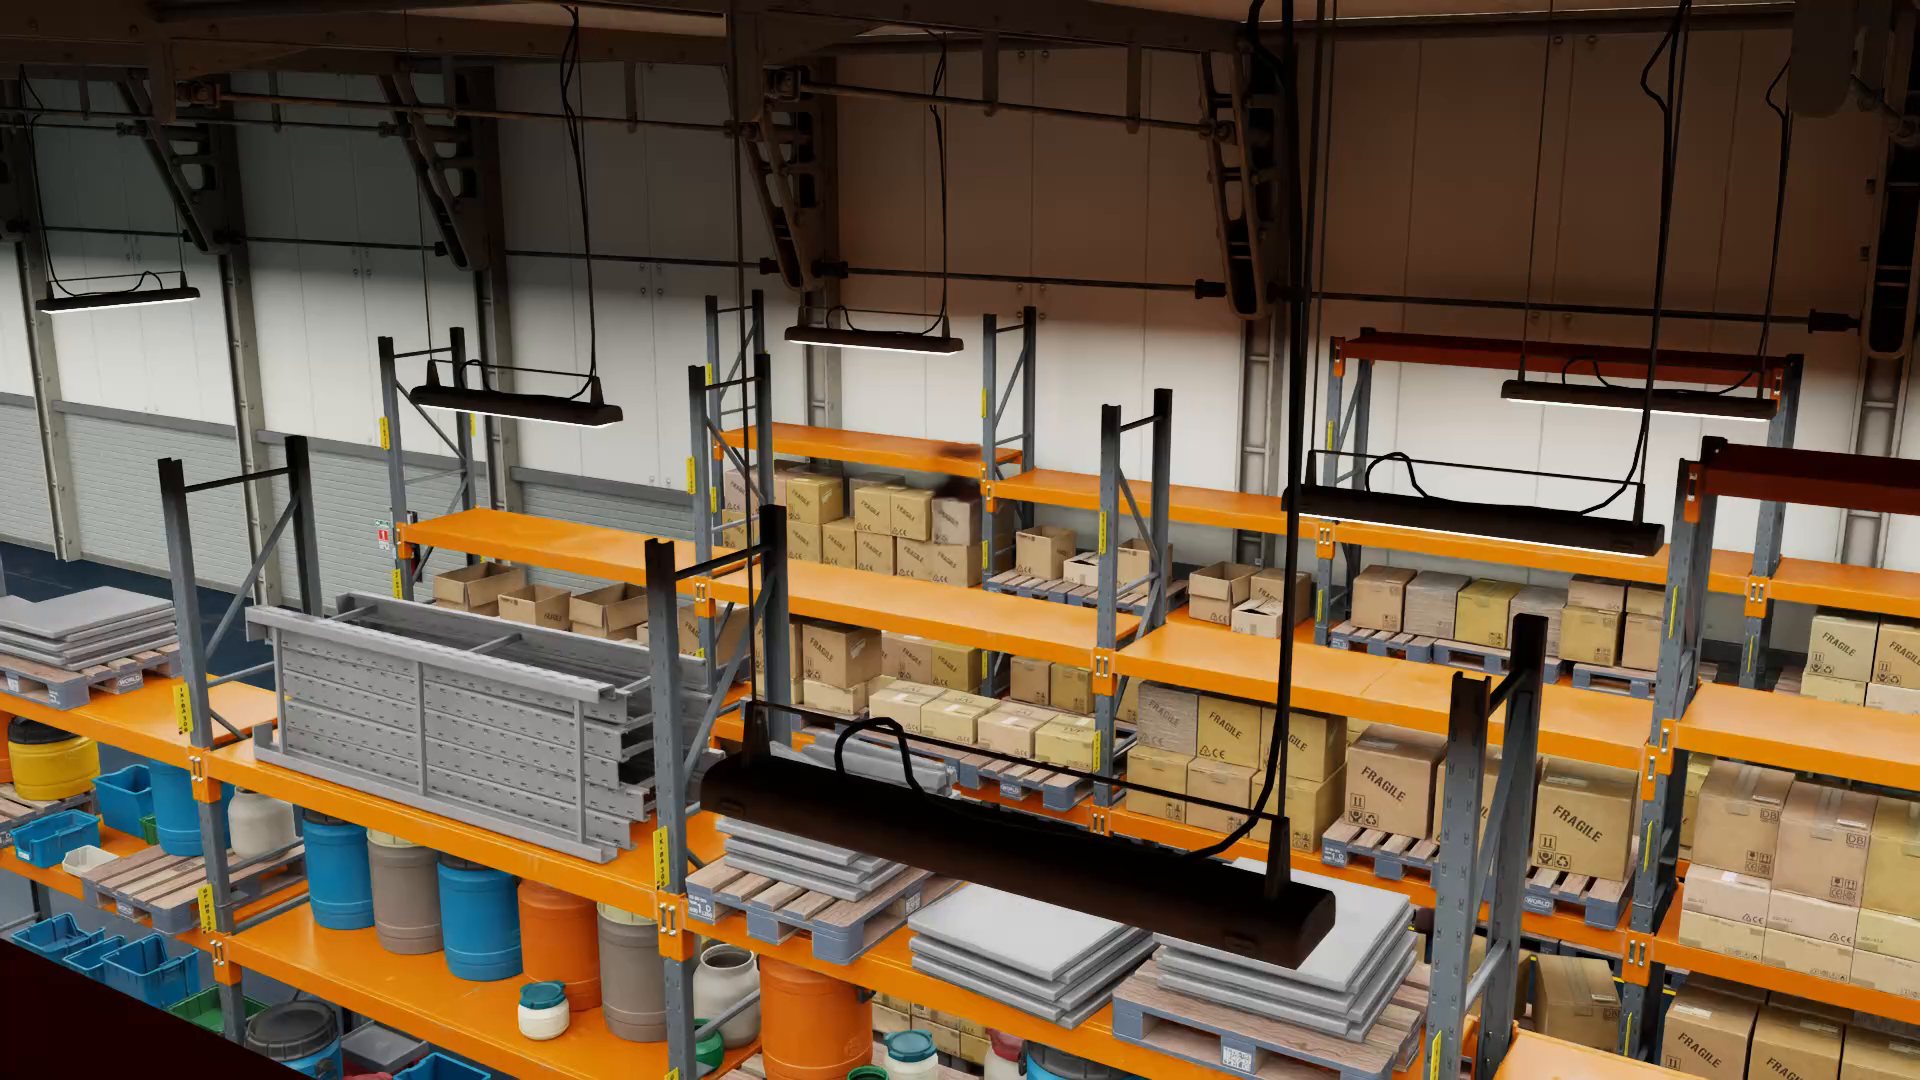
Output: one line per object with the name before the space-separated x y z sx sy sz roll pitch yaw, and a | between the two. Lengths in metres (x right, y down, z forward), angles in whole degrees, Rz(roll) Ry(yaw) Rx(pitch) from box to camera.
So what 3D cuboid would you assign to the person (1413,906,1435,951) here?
person | 4.506 3.427 15.731 1.087 1.720 0.674 7 15 25
